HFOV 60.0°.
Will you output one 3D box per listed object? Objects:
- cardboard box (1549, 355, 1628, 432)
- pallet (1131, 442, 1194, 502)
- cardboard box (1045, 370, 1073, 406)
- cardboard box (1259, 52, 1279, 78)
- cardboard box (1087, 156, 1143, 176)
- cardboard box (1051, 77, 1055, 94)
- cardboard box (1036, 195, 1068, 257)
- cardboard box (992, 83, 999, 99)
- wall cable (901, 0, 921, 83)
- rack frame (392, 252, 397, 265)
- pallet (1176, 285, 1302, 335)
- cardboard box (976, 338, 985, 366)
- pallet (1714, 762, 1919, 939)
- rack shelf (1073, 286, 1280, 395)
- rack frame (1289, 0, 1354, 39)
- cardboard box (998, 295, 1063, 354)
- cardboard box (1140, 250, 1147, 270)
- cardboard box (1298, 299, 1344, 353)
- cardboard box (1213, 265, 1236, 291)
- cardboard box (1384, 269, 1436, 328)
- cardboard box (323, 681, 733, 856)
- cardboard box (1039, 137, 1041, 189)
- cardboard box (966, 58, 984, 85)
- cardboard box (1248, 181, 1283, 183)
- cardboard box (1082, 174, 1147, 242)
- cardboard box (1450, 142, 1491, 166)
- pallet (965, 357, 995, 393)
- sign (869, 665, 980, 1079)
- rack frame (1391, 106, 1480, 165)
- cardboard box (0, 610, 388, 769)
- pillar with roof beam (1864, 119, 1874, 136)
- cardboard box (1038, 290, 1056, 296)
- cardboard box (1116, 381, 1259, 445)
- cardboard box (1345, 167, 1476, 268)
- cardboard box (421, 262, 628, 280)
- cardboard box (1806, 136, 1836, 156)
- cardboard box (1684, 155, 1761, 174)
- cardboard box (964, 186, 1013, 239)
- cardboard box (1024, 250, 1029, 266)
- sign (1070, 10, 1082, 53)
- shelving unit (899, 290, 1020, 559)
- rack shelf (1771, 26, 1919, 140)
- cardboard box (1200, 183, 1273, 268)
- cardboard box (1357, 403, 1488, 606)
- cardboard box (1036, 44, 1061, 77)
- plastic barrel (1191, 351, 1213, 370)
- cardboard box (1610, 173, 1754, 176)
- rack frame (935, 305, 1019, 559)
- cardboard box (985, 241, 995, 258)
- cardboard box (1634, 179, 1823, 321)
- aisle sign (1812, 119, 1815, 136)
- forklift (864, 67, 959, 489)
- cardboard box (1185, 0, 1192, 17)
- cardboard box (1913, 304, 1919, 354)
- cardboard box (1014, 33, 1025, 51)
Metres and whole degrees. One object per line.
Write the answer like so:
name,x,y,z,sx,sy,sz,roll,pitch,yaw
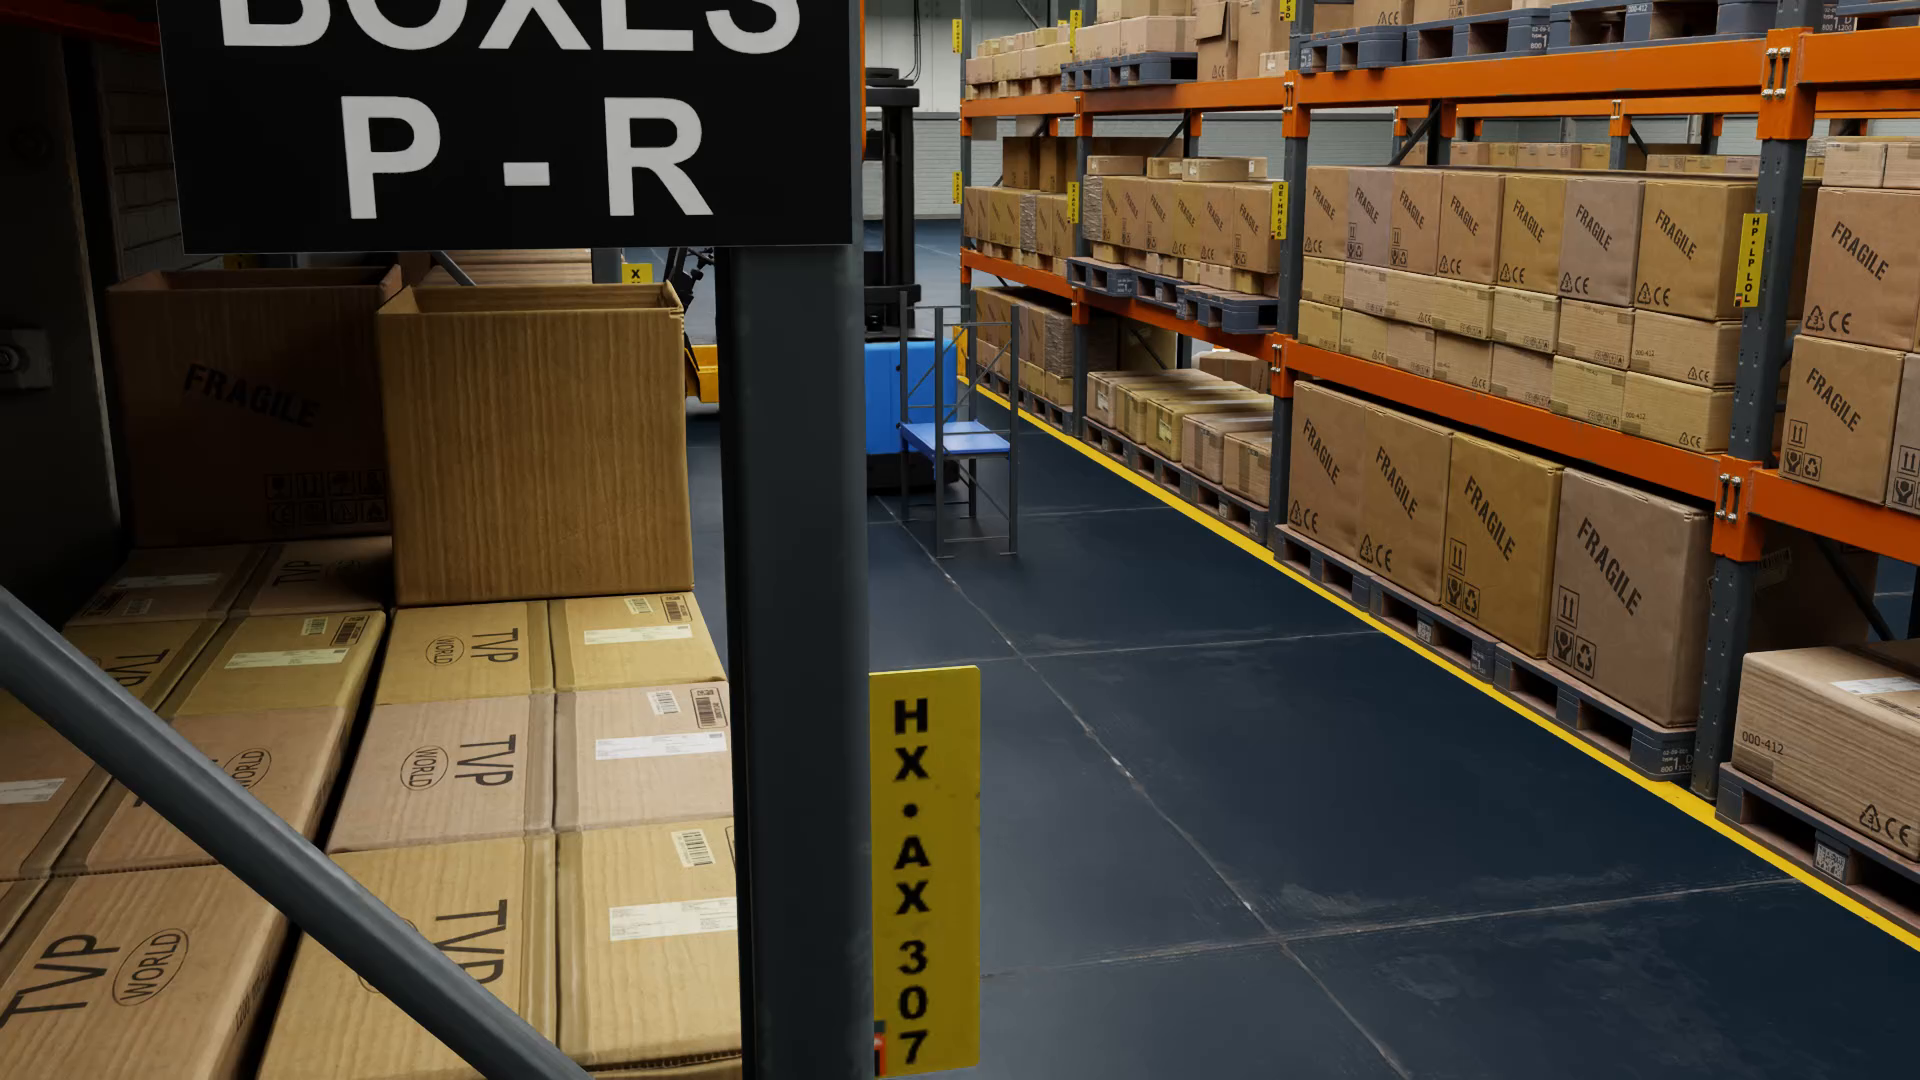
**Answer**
cardboard box,2.854,-0.630,7.003,0.500,0.250,0.500,-3,14,-14
pallet,1.918,-0.526,12.134,1.003,0.211,1.213,-3,14,-13
cardboard box,1.044,-1.332,14.466,0.500,0.250,0.500,-3,14,-11
cardboard box,2.039,-2.872,10.072,0.380,0.149,0.250,-3,14,-13
cardboard box,1.211,-2.926,12.994,0.380,0.149,0.250,-3,14,-13
cardboard box,1.003,-3.915,14.339,0.380,0.149,0.250,-4,14,-15
cardboard box,0.970,-2.742,14.493,0.500,0.500,0.500,-3,14,-11
cardboard box,0.527,-4.331,16.042,0.380,0.149,0.250,-3,14,-14
wall cable,-2.252,-15.542,47.917,2.305,6.003,0.169,-3,14,-13
rack frame,-2.440,-1.142,8.779,1.000,3.000,0.127,-3,14,-13
pallet,2.113,-1.484,10.587,1.213,0.211,1.003,-3,14,-13
cardboard box,0.425,-1.931,16.921,0.500,0.250,0.500,-3,14,-14
pallet,3.425,1.038,5.733,1.003,0.211,1.213,-3,14,-13
rack shelf,1.914,-1.531,11.889,1.077,0.370,4.000,-3,14,-13
rack frame,2.384,-4.333,9.203,1.000,3.000,0.127,-3,14,-13
cardboard box,0.668,-2.054,15.842,0.500,0.500,0.500,-3,14,-12
cardboard box,1.534,-2.041,12.104,0.380,0.149,0.250,-3,14,-13
cardboard box,2.254,-1.219,9.414,0.500,0.250,0.500,-4,14,-14
cardboard box,1.842,-1.677,10.616,0.380,0.149,0.250,-3,14,-14
cardboard box,2.488,-1.224,8.377,0.500,0.250,0.500,-3,14,-13
cardboard box,-0.525,0.396,2.174,0.500,0.250,0.500,-3,14,-13
cardboard box,1.168,-3.609,15.933,0.700,0.500,0.500,-3,14,-14
cardboard box,0.364,-4.663,16.560,0.500,0.250,0.500,-4,14,-14
cardboard box,2.242,-2.175,11.287,0.500,0.500,0.500,-3,14,-12
cardboard box,1.275,-2.615,13.087,0.500,0.500,0.500,-3,14,-12
cardboard box,5.560,-3.815,17.131,0.875,0.550,0.550,-3,14,-13
pallet,0.679,-1.703,16.953,1.003,0.211,1.213,-3,14,-13
sign,-0.034,0.253,1.247,0.100,0.325,0.005,-3,14,-13
rack frame,5.293,-3.564,18.694,1.000,3.000,0.127,-3,14,-13
cardboard box,-1.159,0.307,2.538,0.500,0.250,0.500,-3,14,-11
pillar with roof beam,17.175,-11.359,37.959,9.100,9.000,0.400,-3,14,-13
cardboard box,1.072,-2.207,16.468,0.500,0.500,0.500,-3,14,-11
cardboard box,1.742,-0.983,12.782,0.950,0.372,0.625,-2,14,-10
cardboard box,2.388,-1.712,8.797,0.500,0.500,0.500,-3,14,-13
cardboard box,-1.519,-0.715,5.938,0.700,0.500,0.500,-3,14,-13
cardboard box,10.002,-4.354,18.983,0.500,0.500,0.500,-3,14,-13
cardboard box,6.477,-2.943,13.834,0.700,0.500,0.500,-4,14,-14
cardboard box,0.346,-3.333,16.912,0.500,0.500,0.500,-4,14,-14
cardboard box,0.799,-2.572,15.163,0.380,0.149,0.250,-4,14,-14
sign,0.918,-4.018,13.144,0.100,0.325,0.005,-3,14,-13
shelving unit,-0.020,-0.748,10.330,0.538,1.500,1.048,-3,14,-13
rack shelf,3.793,-1.143,3.979,1.077,0.370,4.000,-3,14,-13
cardboard box,1.874,-2.024,10.670,0.500,0.500,0.500,-4,14,-14
cardboard box,2.670,-0.221,8.603,0.875,0.875,0.875,-3,14,-13
cardboard box,0.959,-4.074,14.151,0.500,0.250,0.500,-4,14,-14
plastic barrel,2.461,-1.621,16.170,0.512,0.421,0.421,7,15,26
cardboard box,3.237,-1.380,7.437,0.500,0.500,0.500,-4,14,-15
rack frame,0.099,-0.631,9.850,0.500,1.500,0.032,-3,14,-13
cardboard box,0.455,-2.868,16.377,0.380,0.149,0.250,-3,14,-12
cardboard box,2.974,-1.120,6.372,0.500,0.500,0.500,-3,14,-11
aisle sign,9.831,-5.077,19.412,0.394,0.787,0.004,-3,14,-13
forklift,-0.955,-2.065,12.704,1.130,2.935,3.031,-5,14,-18
cardboard box,1.704,-4.046,12.727,0.500,0.250,0.500,-3,14,-12
cardboard box,3.312,-0.790,5.025,0.500,0.500,0.500,-3,14,-14
cardboard box,0.701,-4.478,14.963,0.380,0.149,0.250,-3,14,-12
